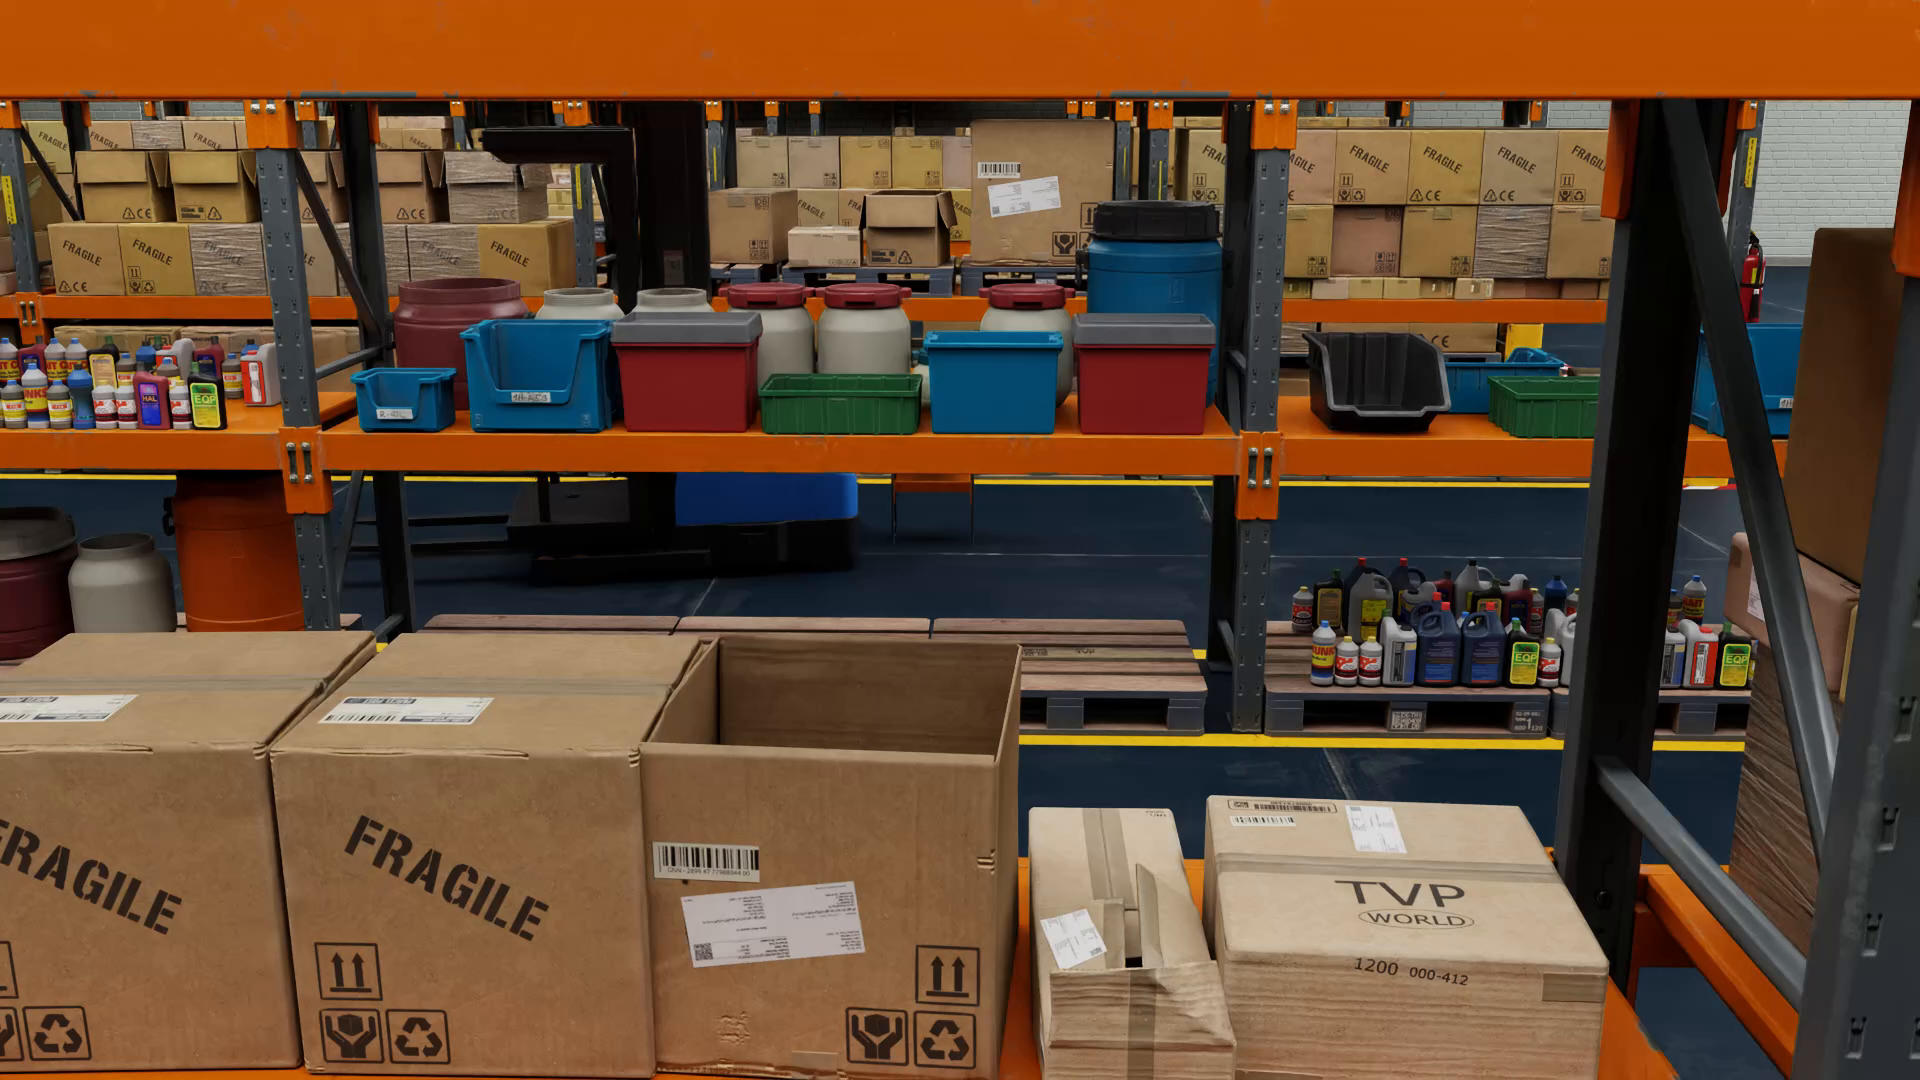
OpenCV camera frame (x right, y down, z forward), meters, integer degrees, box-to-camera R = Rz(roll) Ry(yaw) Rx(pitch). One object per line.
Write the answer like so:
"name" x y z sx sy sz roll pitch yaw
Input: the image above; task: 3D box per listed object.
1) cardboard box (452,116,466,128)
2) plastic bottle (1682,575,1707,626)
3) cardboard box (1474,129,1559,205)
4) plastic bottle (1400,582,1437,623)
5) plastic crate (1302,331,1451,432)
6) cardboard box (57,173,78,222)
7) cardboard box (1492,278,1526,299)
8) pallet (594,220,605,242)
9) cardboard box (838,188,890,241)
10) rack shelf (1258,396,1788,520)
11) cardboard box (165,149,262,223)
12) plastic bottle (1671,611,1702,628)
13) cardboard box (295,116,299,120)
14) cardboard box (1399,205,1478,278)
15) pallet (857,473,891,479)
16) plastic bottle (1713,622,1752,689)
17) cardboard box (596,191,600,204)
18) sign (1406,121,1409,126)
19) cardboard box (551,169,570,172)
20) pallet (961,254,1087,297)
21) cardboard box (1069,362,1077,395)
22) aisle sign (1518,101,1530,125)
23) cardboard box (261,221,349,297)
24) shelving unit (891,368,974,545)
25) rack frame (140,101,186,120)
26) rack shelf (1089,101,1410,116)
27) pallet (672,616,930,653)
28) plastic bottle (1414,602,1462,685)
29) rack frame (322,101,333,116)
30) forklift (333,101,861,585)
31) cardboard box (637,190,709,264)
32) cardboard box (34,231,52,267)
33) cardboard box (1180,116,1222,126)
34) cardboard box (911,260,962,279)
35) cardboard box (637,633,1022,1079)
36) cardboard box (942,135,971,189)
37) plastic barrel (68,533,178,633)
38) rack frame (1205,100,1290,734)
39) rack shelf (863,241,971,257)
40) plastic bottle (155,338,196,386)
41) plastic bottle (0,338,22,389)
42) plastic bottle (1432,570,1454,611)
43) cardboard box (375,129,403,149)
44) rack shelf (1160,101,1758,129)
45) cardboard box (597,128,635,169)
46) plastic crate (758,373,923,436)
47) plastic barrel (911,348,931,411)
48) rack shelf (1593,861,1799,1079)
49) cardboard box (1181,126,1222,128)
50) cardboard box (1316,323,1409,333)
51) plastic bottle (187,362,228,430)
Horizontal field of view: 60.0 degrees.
"cardboard box" -6.676 -5.498 21.871 0.250 0.149 0.380 0 15 1
"plastic bottle" 3.445 0.300 7.810 0.097 0.271 0.097 0 15 0
"cardboard box" 3.820 -2.601 11.578 0.500 0.500 0.500 0 15 1
"plastic bottle" 2.115 0.332 7.677 0.135 0.276 0.152 0 15 1
"plastic crate" 1.771 -0.676 7.143 0.504 0.338 0.767 0 15 1
"cardboard box" -8.924 -3.463 16.805 0.500 0.500 0.500 1 15 2
"cardboard box" 3.836 -1.810 11.814 0.250 0.149 0.380 0 15 1
"pallet" -3.109 -3.180 16.888 1.003 0.211 1.213 0 15 1
"cardboard box" -0.939 -3.266 16.642 0.500 0.500 0.500 0 15 1
"rack shelf" 3.250 -0.381 7.313 4.000 0.370 1.077 0 15 1
"cardboard box" -5.295 -2.581 12.079 0.637 0.503 0.797 1 15 2
"plastic bottle" 3.153 0.449 7.220 0.133 0.283 0.061 0 15 1
"cardboard box" -8.469 -5.362 21.355 0.250 0.149 0.380 0 15 0
"cardboard box" 3.326 -2.175 11.923 0.500 0.500 0.875 0 15 1
"pallet" -0.624 -0.668 12.460 1.213 0.211 1.003 0 15 1
"plastic bottle" 3.285 0.489 7.070 0.133 0.283 0.061 1 15 3
"cardboard box" -3.429 -3.410 16.471 0.250 0.149 0.380 1 15 3
"sign" 5.595 -5.077 20.815 0.005 0.325 0.100 0 15 1
"cardboard box" -4.165 -3.725 17.081 0.250 0.149 0.380 1 15 3
"pallet" 0.617 -1.954 12.243 1.213 0.211 1.003 0 15 1
"cardboard box" 0.764 -1.018 12.357 0.500 0.500 0.700 -1 15 -3
"aisle sign" 5.682 -4.576 16.708 0.004 0.787 0.394 0 15 1
"cardboard box" -4.647 -2.030 11.958 0.500 0.500 0.500 1 15 2
"shelving unit" -0.165 -0.581 10.191 0.503 1.200 0.258 0 15 1
"rack frame" -10.366 -4.610 21.934 0.127 3.000 1.000 0 15 1
"rack shelf" 3.630 -5.621 21.297 4.000 0.370 1.077 0 15 1
"pallet" -0.758 0.604 7.636 1.213 0.211 1.003 0 15 1
"plastic bottle" 2.047 0.438 7.132 0.185 0.351 0.144 1 15 3
"rack frame" -10.243 -5.876 26.732 0.127 3.000 1.000 0 15 1
"forklift" -2.149 -1.307 9.547 3.031 2.935 1.130 -3 15 -10
"cardboard box" -2.080 -2.289 12.116 0.500 0.500 0.500 -1 15 -5
"cardboard box" -7.083 -2.198 12.502 0.500 0.250 0.500 0 15 0
"cardboard box" 3.076 -5.130 21.167 0.500 0.500 0.700 0 15 0
"cardboard box" -0.308 -3.475 21.960 0.625 0.372 0.950 1 15 3
"cardboard box" -0.173 0.461 2.518 0.500 0.500 0.500 1 15 5
"cardboard box" 0.089 -3.809 16.740 0.500 0.500 0.700 0 15 2
"plastic barrel" -3.804 0.252 7.557 0.421 0.512 0.421 0 15 0
"rack frame" 1.251 -0.742 7.271 0.127 3.000 1.000 0 15 1
"rack shelf" -0.394 -2.934 16.992 4.000 0.370 1.077 0 15 1
"plastic bottle" -3.635 -0.796 7.720 0.135 0.276 0.152 0 15 1
"plastic bottle" -4.442 -0.806 7.767 0.097 0.271 0.097 0 15 0
"plastic bottle" 2.258 0.281 7.856 0.133 0.283 0.061 1 15 5
"cardboard box" -7.353 -5.054 21.460 0.500 0.500 0.500 0 15 1
"rack shelf" 3.377 -3.094 11.718 4.000 0.370 1.077 0 15 1
"cardboard box" -4.407 -5.038 21.399 0.500 0.500 0.500 0 15 1
"plastic crate" -0.497 -0.579 7.068 0.662 0.188 0.450 0 15 1
"plastic barrel" -0.068 -0.723 7.470 0.301 0.262 0.301 0 15 0
"rack shelf" 3.120 0.882 2.526 4.000 0.370 1.077 0 15 1
"cardboard box" 2.526 -3.879 16.750 0.550 0.550 0.875 0 15 1
"cardboard box" 4.045 -2.411 16.942 0.875 0.875 0.875 0 15 1
"plastic bottle" -3.163 -0.605 6.982 0.133 0.283 0.061 0 15 1
